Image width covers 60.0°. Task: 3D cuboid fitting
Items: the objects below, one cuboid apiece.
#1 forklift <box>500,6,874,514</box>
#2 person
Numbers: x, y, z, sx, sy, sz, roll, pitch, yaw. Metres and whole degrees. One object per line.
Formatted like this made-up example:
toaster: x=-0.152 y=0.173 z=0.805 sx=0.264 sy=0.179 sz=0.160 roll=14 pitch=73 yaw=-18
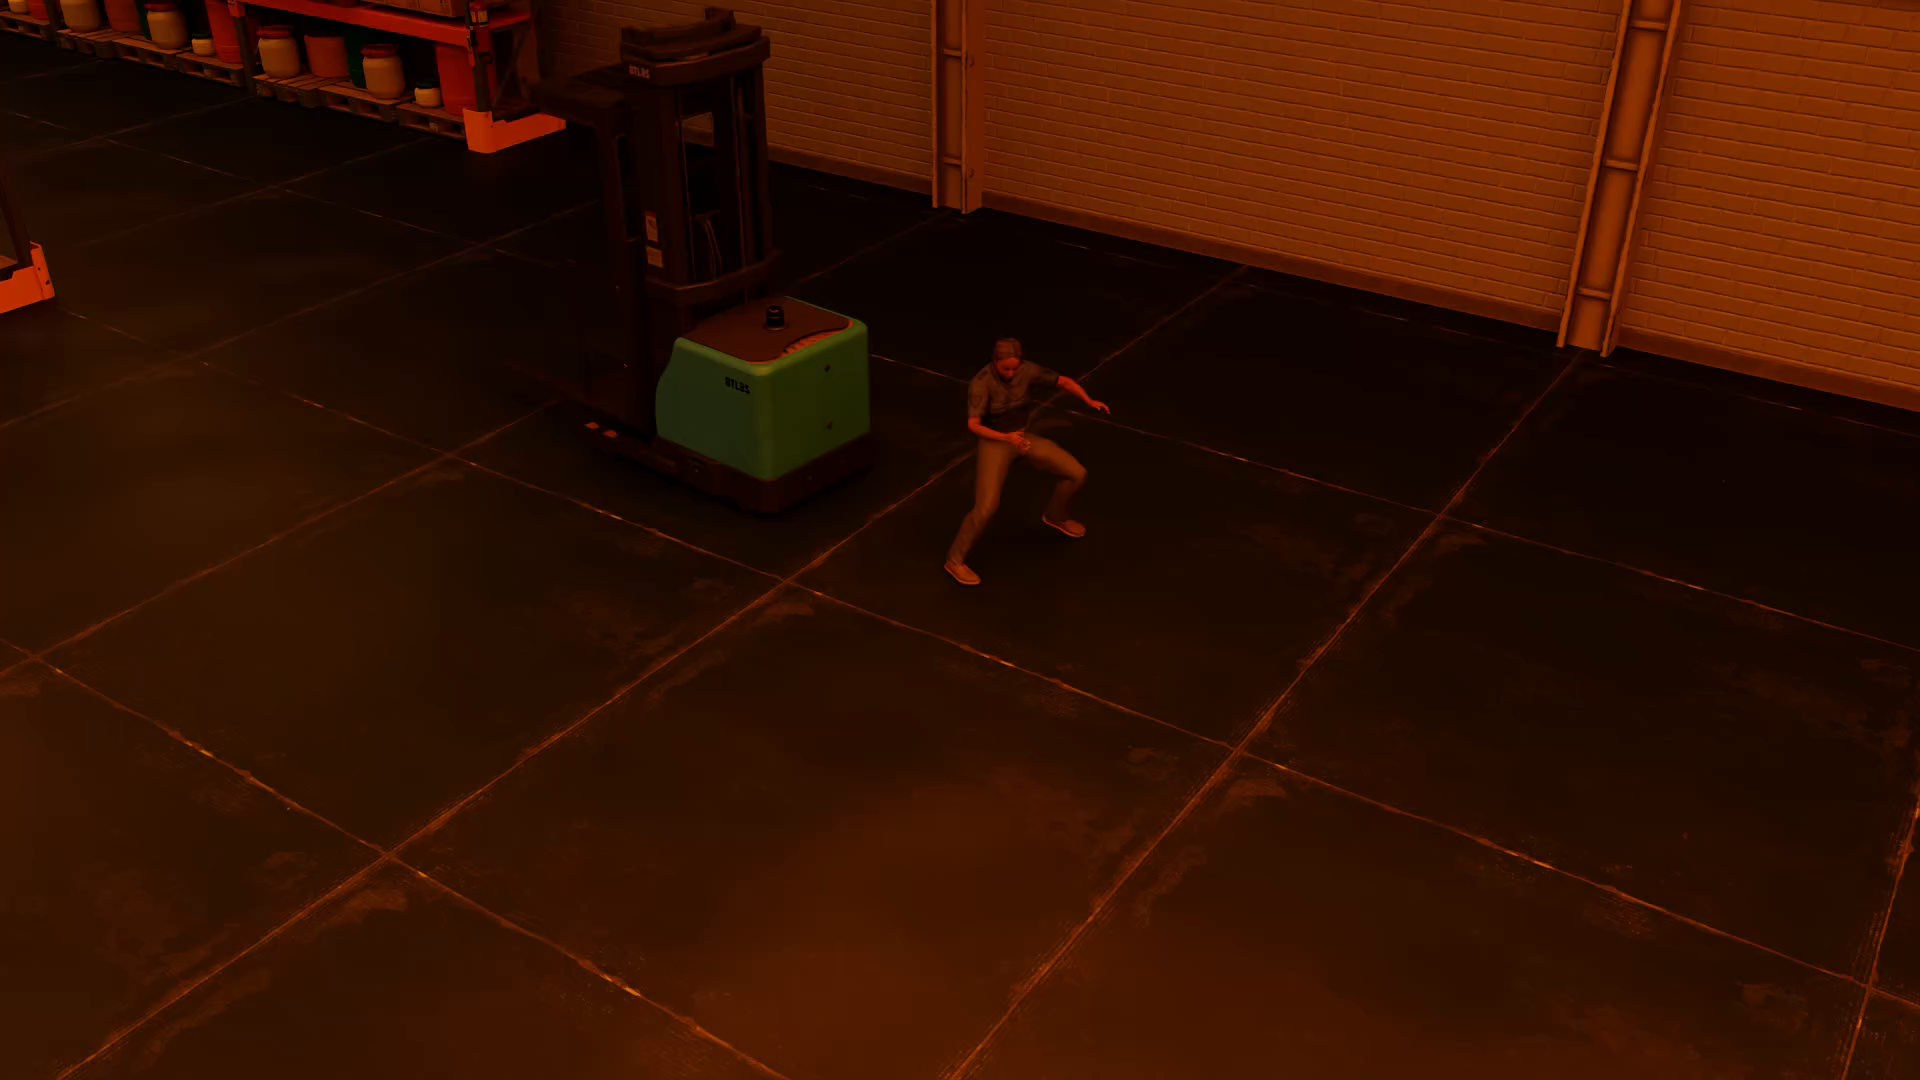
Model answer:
forklift: x=-2.038 y=-2.041 z=11.096 sx=3.031 sy=2.935 sz=1.130 roll=23 pitch=37 yaw=34
person: x=0.364 y=-0.516 z=9.976 sx=0.994 sy=1.420 sz=0.682 roll=-13 pitch=33 yaw=-21
